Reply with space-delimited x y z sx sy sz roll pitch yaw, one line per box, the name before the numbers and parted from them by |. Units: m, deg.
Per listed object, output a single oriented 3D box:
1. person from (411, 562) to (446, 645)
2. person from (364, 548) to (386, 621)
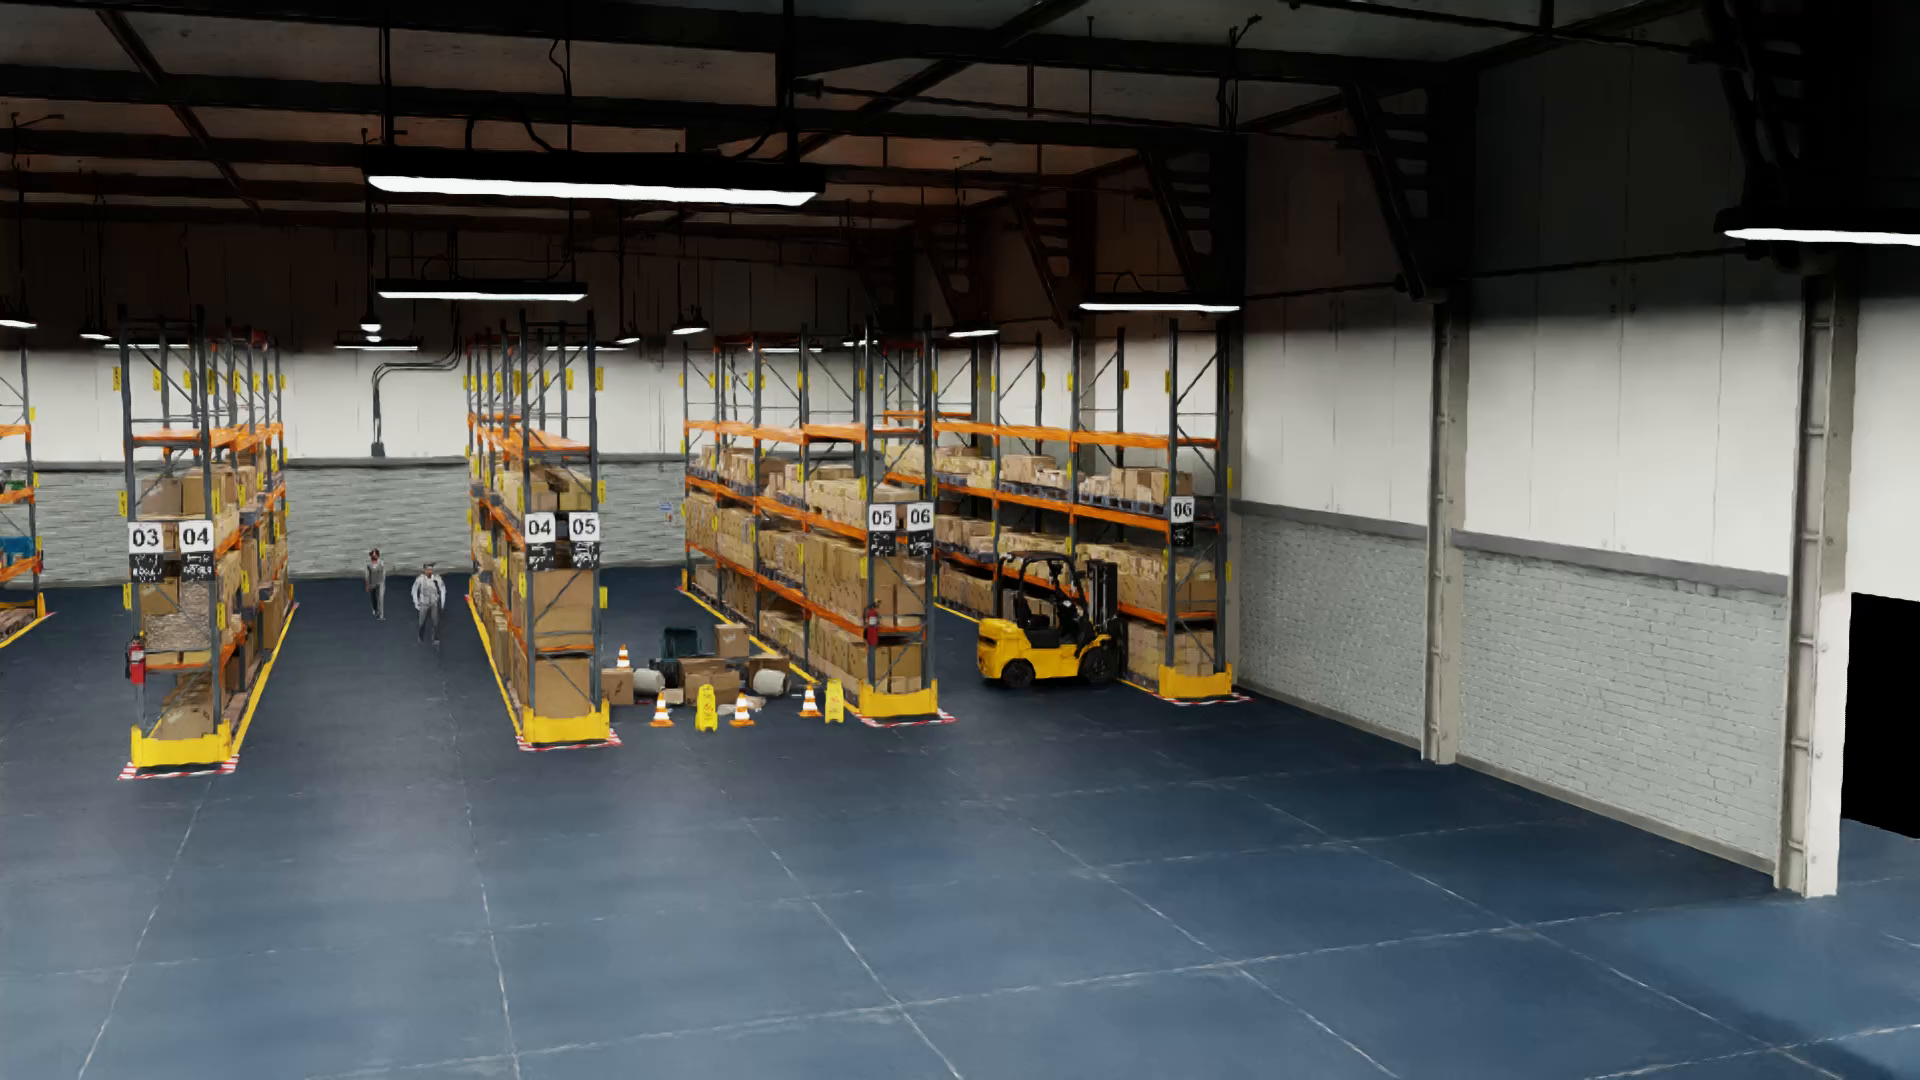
person | -10.083 1.203 31.593 0.639 1.632 0.506 -2 6 -21
person | -12.306 0.915 34.995 0.417 1.517 1.036 -2 6 -16
